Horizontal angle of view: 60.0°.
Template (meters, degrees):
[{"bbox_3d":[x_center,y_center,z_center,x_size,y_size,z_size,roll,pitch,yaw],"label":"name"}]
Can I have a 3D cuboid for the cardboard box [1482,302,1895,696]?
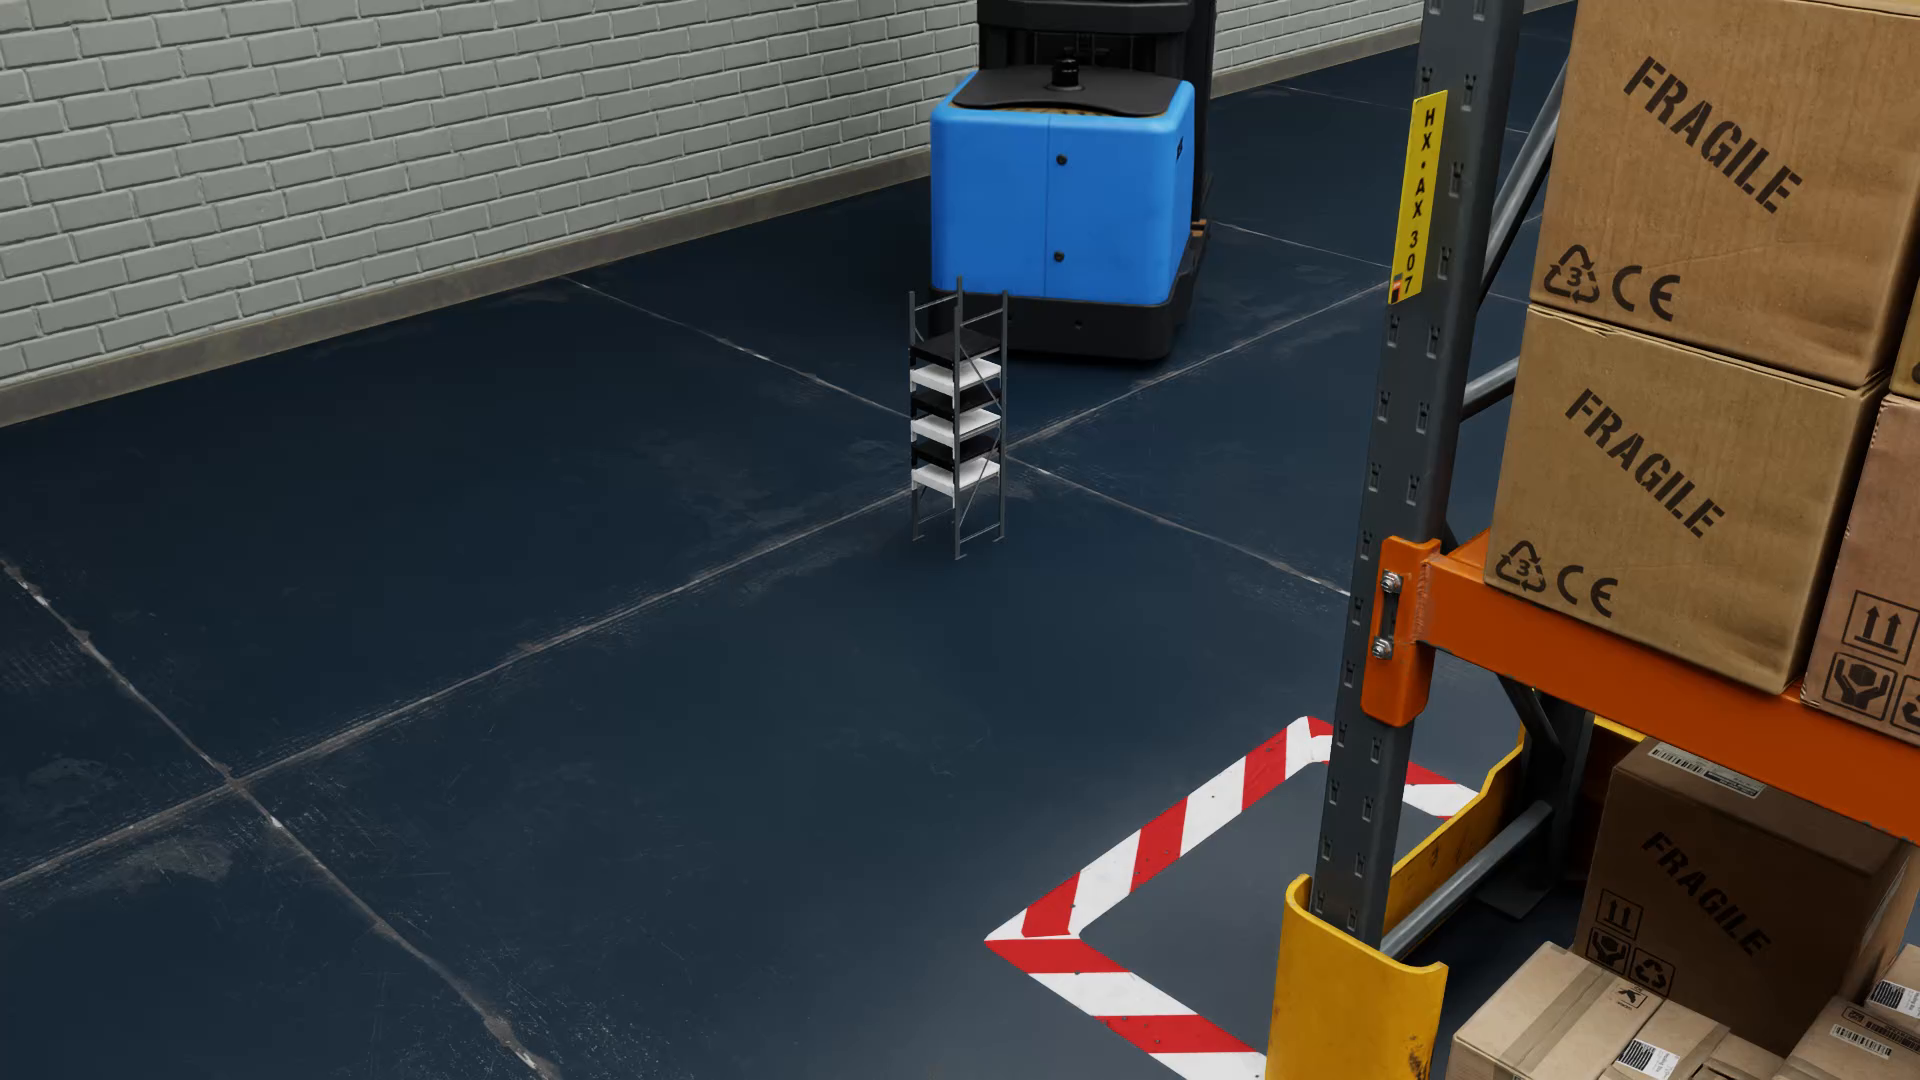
[{"bbox_3d":[1.233,-0.145,2.696,0.500,0.500,0.500,-24,36,-38],"label":"cardboard box"}]

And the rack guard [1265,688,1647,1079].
[{"bbox_3d":[1.156,0.798,3.695,0.348,0.500,1.175,25,36,38],"label":"rack guard"}]

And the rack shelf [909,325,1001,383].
[{"bbox_3d":[-0.006,-0.610,5.435,0.200,0.077,0.258,25,36,38],"label":"rack shelf"}]

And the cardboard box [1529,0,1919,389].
[{"bbox_3d":[1.233,-0.588,2.463,0.500,0.500,0.500,-24,36,-38],"label":"cardboard box"}]

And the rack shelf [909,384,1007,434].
[{"bbox_3d":[-0.006,-0.451,5.519,0.200,0.077,0.258,25,36,38],"label":"rack shelf"}]

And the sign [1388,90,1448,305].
[{"bbox_3d":[0.722,-0.536,2.617,0.005,0.325,0.100,25,36,38],"label":"sign"}]

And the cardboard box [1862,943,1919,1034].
[{"bbox_3d":[1.888,0.984,3.228,0.250,0.166,0.380,25,36,38],"label":"cardboard box"}]

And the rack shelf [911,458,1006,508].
[{"bbox_3d":[-0.006,-0.212,5.645,0.200,0.077,0.258,25,36,38],"label":"rack shelf"}]

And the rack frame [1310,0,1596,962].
[{"bbox_3d":[1.102,-0.333,3.161,0.127,3.000,1.000,25,36,38],"label":"rack frame"}]

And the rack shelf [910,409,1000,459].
[{"bbox_3d":[-0.006,-0.371,5.561,0.200,0.077,0.258,25,36,38],"label":"rack shelf"}]

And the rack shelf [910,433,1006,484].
[{"bbox_3d":[-0.006,-0.292,5.603,0.200,0.077,0.258,25,36,38],"label":"rack shelf"}]

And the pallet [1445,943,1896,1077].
[{"bbox_3d":[1.725,1.186,3.269,1.213,0.211,1.003,25,36,38],"label":"pallet"}]

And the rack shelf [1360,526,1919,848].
[{"bbox_3d":[2.528,0.638,2.087,4.000,0.370,1.077,25,36,38],"label":"rack shelf"}]

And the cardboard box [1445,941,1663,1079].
[{"bbox_3d":[1.159,0.985,3.245,0.250,0.149,0.380,25,36,38],"label":"cardboard box"}]

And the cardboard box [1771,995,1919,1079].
[{"bbox_3d":[1.647,1.124,2.872,0.500,0.250,0.500,25,36,38],"label":"cardboard box"}]

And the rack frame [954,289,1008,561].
[{"bbox_3d":[0.067,-0.368,5.483,0.006,0.900,0.240,25,36,38],"label":"rack frame"}]

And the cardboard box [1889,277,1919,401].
[{"bbox_3d":[1.611,-0.420,2.143,0.500,0.500,0.500,-25,37,-39],"label":"cardboard box"}]

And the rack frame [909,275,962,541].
[{"bbox_3d":[-0.078,-0.434,5.609,0.006,0.900,0.240,25,36,38],"label":"rack frame"}]

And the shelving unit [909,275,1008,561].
[{"bbox_3d":[-0.006,-0.401,5.546,0.210,0.900,0.258,25,36,38],"label":"shelving unit"}]

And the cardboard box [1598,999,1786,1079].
[{"bbox_3d":[1.338,1.058,3.086,0.250,0.166,0.380,25,36,38],"label":"cardboard box"}]

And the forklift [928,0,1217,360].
[{"bbox_3d":[0.682,-2.727,7.787,1.130,2.935,3.031,6,28,11],"label":"forklift"}]

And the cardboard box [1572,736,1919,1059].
[{"bbox_3d":[1.662,0.674,3.458,0.500,0.500,0.500,25,36,38],"label":"cardboard box"}]

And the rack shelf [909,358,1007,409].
[{"bbox_3d":[-0.006,-0.531,5.477,0.200,0.077,0.258,25,36,38],"label":"rack shelf"}]

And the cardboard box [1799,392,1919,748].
[{"bbox_3d":[1.605,0.021,2.379,0.500,0.500,0.500,24,36,38],"label":"cardboard box"}]
